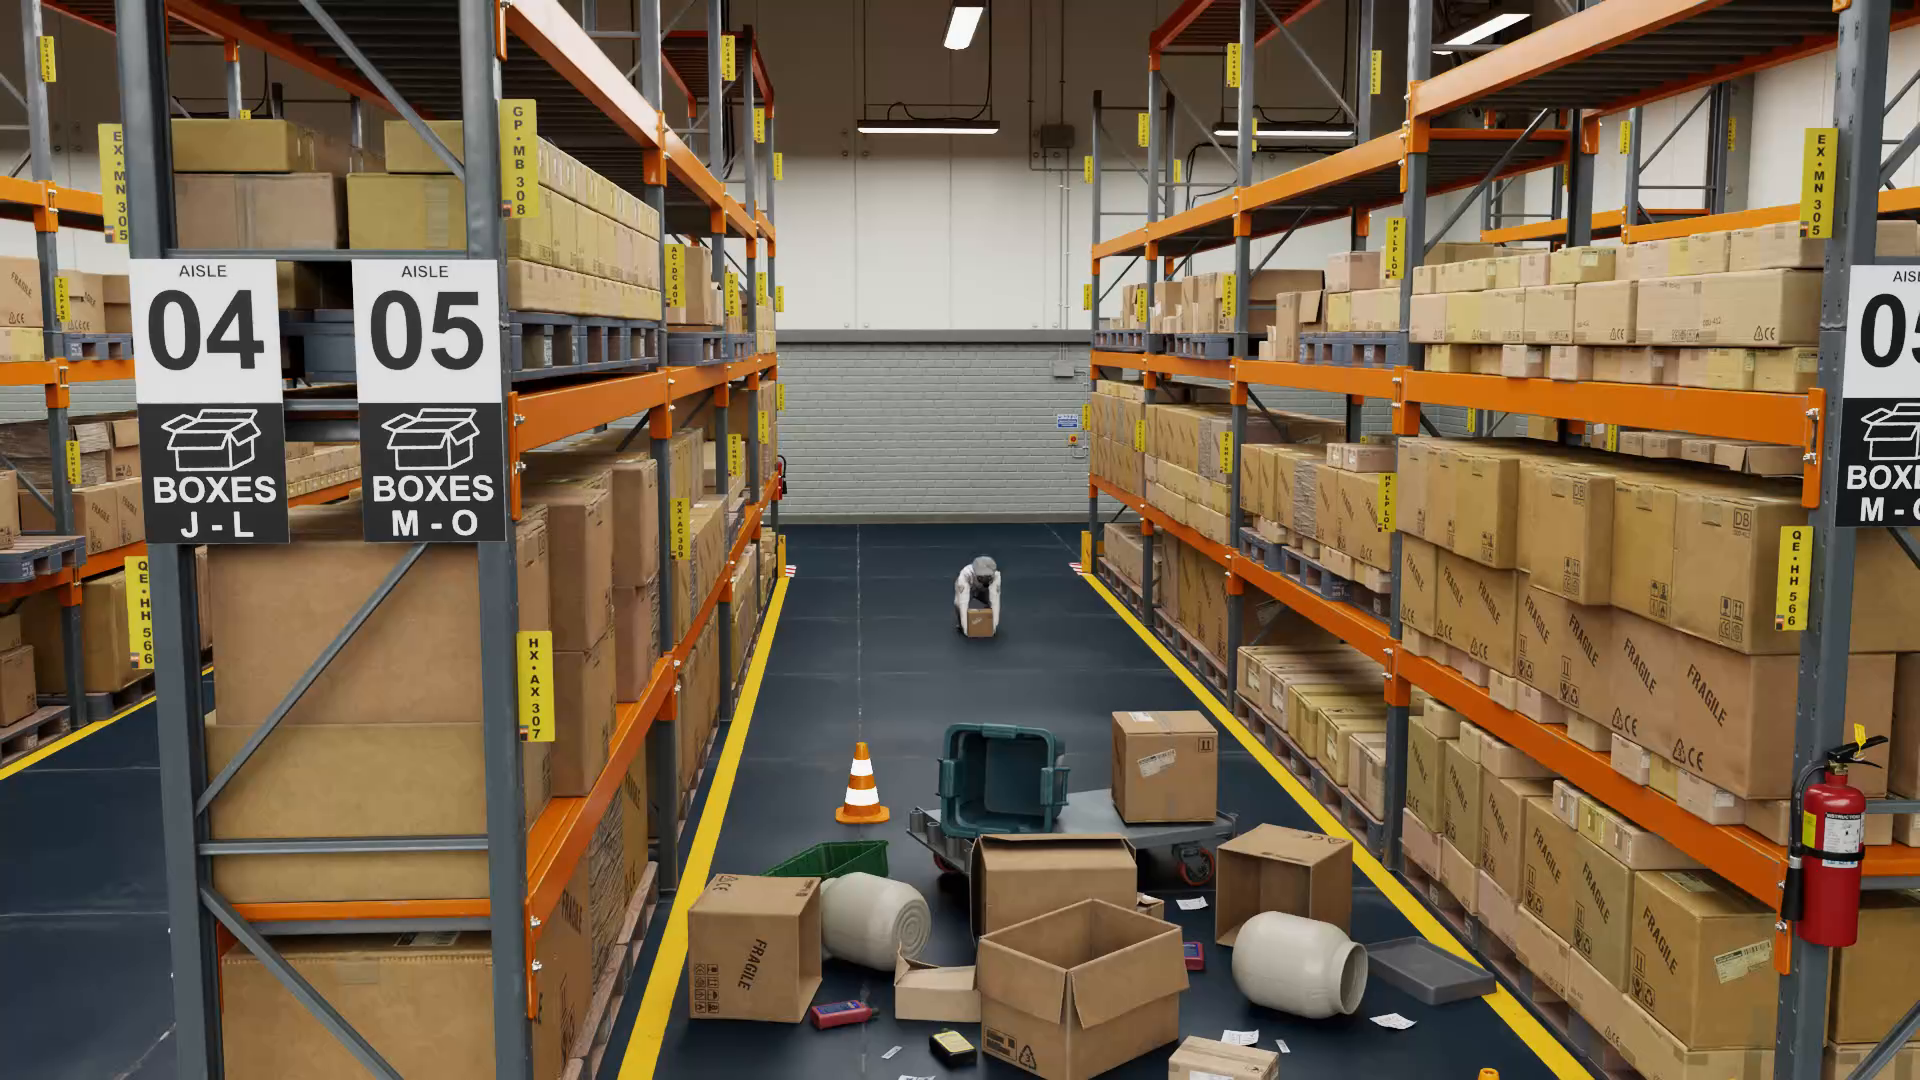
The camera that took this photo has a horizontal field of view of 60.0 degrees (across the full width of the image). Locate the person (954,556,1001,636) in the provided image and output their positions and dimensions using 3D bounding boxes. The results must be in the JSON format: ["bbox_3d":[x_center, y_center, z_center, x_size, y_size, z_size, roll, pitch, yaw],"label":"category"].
[{"bbox_3d":[0.172,0.552,17.008,0.477,0.847,0.875,0,7,-4],"label":"person"}]
